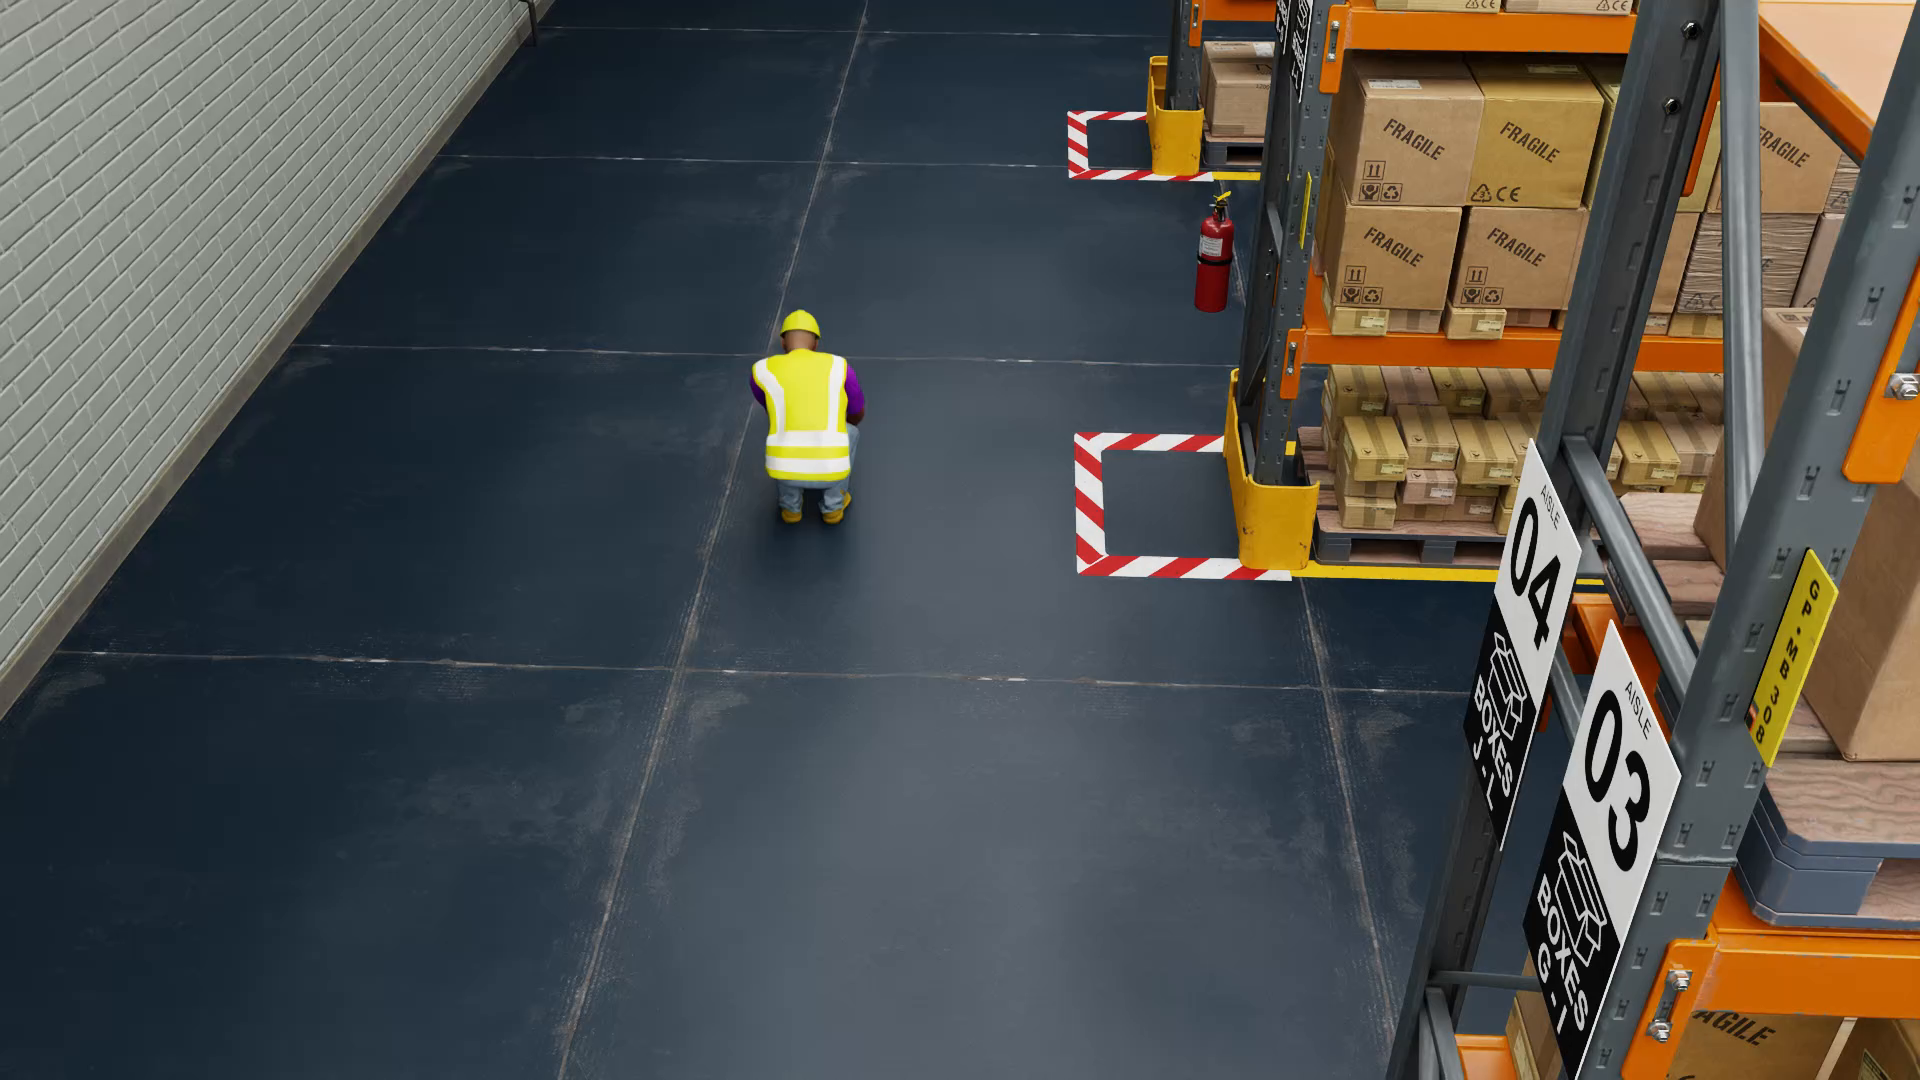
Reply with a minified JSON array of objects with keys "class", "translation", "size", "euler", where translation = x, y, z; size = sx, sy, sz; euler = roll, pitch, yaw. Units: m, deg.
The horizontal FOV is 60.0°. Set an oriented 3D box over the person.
[{"class":"person","translation":[-0.794,-0.625,8.648],"size":[0.584,0.994,0.884],"euler":[1,35,2]}]
